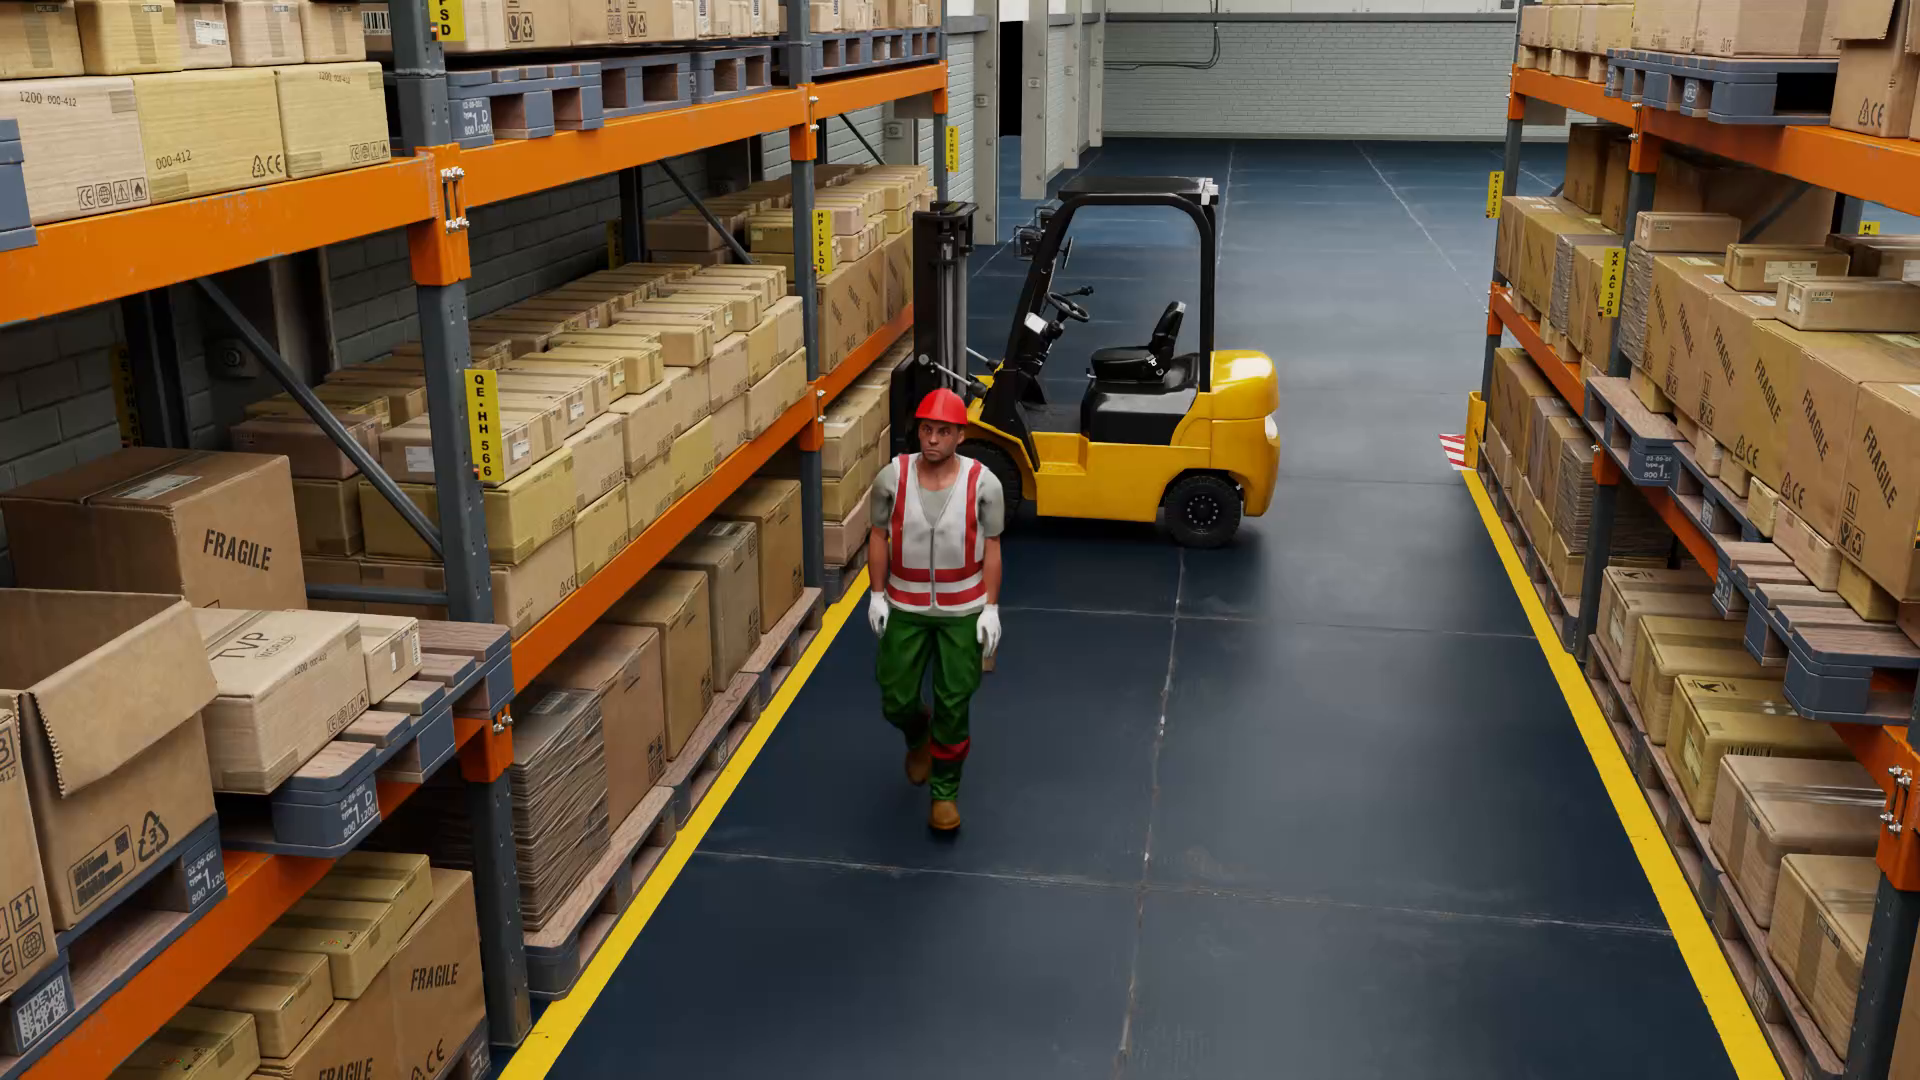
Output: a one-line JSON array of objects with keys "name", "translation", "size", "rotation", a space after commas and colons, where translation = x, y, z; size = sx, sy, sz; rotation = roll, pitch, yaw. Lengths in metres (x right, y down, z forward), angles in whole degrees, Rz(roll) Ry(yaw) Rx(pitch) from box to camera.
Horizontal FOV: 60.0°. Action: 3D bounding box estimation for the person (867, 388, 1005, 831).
[{"name": "person", "translation": [-0.096, 0.253, 6.638], "size": [0.545, 1.782, 0.559], "rotation": [1, 18, 4]}]
